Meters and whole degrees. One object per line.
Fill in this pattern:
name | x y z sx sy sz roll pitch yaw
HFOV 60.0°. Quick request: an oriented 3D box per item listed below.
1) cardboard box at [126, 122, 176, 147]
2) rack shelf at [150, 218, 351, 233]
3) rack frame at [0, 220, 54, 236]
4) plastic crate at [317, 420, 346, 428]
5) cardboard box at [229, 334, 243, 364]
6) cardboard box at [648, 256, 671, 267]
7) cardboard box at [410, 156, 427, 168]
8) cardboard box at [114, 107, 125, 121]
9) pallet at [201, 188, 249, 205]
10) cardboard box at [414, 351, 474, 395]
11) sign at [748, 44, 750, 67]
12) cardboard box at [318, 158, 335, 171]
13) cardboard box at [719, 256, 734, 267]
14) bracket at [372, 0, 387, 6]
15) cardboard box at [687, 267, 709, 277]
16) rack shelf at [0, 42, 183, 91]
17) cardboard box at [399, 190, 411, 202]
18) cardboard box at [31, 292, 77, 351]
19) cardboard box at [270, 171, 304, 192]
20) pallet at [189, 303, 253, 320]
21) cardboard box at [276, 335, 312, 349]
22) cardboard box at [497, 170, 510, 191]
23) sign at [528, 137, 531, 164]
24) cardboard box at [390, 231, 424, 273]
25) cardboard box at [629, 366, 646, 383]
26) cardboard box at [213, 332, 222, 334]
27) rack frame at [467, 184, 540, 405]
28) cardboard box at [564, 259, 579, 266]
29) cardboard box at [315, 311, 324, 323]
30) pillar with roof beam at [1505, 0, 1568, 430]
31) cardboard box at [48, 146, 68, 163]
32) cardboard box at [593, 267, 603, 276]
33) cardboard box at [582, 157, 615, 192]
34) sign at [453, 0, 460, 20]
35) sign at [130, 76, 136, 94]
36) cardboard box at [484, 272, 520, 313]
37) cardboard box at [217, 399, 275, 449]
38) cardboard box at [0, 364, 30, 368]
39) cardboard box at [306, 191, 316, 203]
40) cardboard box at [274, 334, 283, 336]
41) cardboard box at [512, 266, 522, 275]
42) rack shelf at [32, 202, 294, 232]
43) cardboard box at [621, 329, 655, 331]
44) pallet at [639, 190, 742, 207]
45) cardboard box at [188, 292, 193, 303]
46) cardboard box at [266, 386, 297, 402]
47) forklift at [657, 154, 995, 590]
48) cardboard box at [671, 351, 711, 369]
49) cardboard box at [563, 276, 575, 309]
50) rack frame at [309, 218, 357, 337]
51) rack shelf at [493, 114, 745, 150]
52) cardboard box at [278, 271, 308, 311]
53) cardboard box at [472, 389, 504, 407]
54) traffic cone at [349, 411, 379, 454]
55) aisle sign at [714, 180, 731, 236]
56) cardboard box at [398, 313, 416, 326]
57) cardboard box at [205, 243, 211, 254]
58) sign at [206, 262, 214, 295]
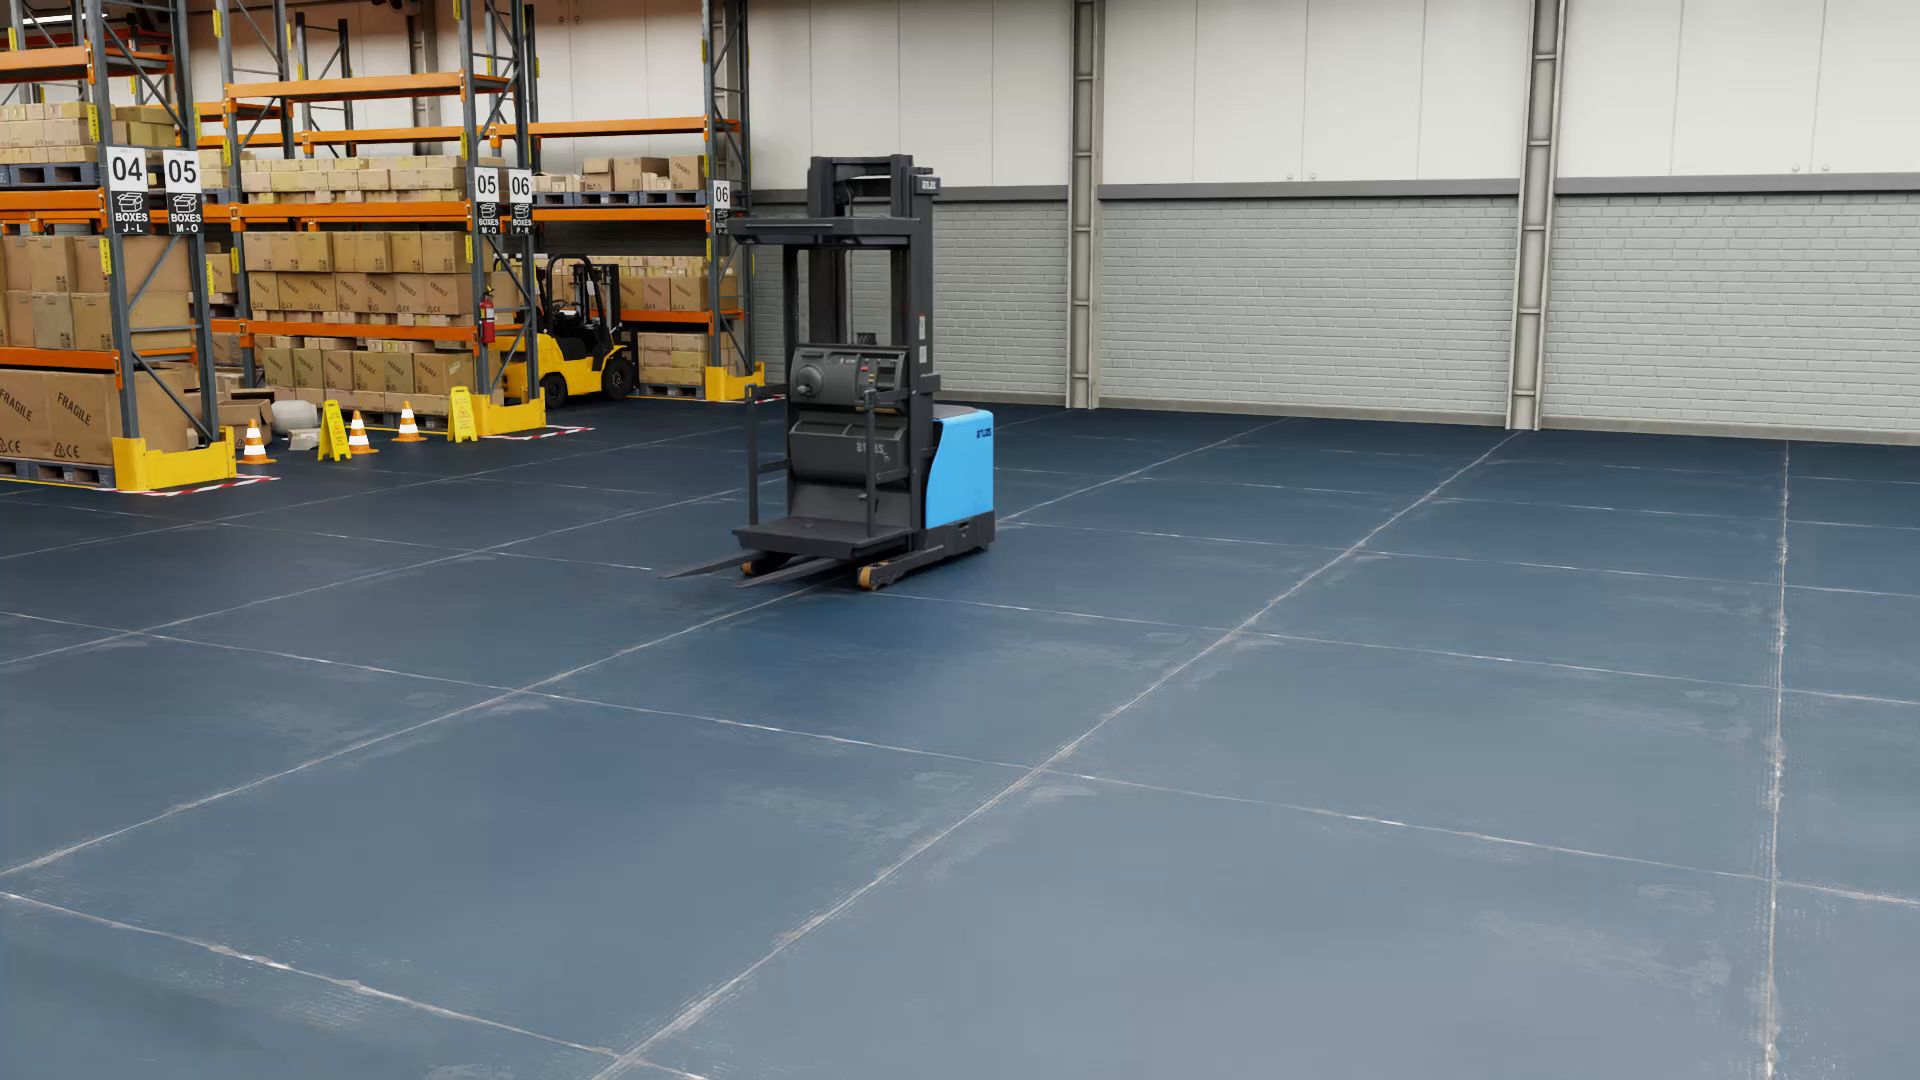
cardboard box | -8.025 -3.925 16.200 0.500 0.250 0.500 5 11 26
rack shelf | -12.381 -5.544 29.035 4.000 0.370 1.077 5 11 26
rack frame | -17.762 -4.894 31.850 0.127 3.000 1.000 5 11 26
plastic crate | -8.148 -1.464 21.096 0.583 0.080 0.402 1 10 6
cardboard box | -12.451 -3.359 29.209 0.500 0.500 0.500 5 11 24
cardboard box | -4.500 -4.205 25.105 0.250 0.149 0.380 5 11 26
cardboard box | -6.492 -4.608 20.314 0.250 0.149 0.380 5 11 25
cardboard box | -8.089 -4.140 16.264 0.250 0.149 0.380 5 11 26
pallet | -9.700 -4.605 22.356 1.003 0.211 1.213 5 11 26
cardboard box | -6.440 -2.085 20.761 0.500 0.500 0.500 5 11 26
sign | -3.162 -7.211 24.739 0.005 0.325 0.100 5 11 26
cardboard box | -7.863 -4.730 20.984 0.250 0.149 0.380 5 11 25
cardboard box | -3.620 -4.209 25.125 0.250 0.149 0.380 5 11 25
bracket | -9.549 -9.004 27.607 0.430 0.232 0.235 5 11 26
cardboard box | -3.848 -3.984 24.721 0.250 0.149 0.380 5 11 27
rack shelf | -9.500 -4.601 16.526 4.000 0.370 1.077 5 11 26
cardboard box | -6.709 -4.248 20.560 0.250 0.149 0.380 5 11 26
cardboard box | -8.562 -2.178 16.418 0.550 0.550 0.875 5 11 26
cardboard box | -8.453 -4.587 21.314 0.500 0.250 0.500 5 11 25
pallet | -9.815 -3.145 22.722 1.213 0.211 1.003 5 11 26
cardboard box | -8.698 -2.588 21.724 0.250 0.149 0.380 5 11 27
cardboard box | -5.939 -4.471 20.676 0.500 0.250 0.500 5 11 25
sign | -5.366 -4.833 20.636 0.005 0.325 0.100 5 11 26
cardboard box | -6.612 -3.574 20.634 0.500 0.500 0.700 5 11 26
cardboard box | -4.861 -2.555 25.468 0.500 0.250 0.500 5 11 26
cardboard box | -12.994 -3.731 29.442 0.250 0.149 0.380 5 11 26
rack frame | -5.606 -2.840 20.502 0.127 3.000 1.000 5 11 26
cardboard box | -5.909 -4.313 25.702 0.250 0.149 0.380 5 11 25
cardboard box | -8.092 -2.887 21.466 0.250 0.149 0.380 5 11 26
pillar with roof beam | 5.218 -5.151 16.424 0.400 9.000 9.100 5 11 26
cardboard box | -8.380 -3.642 15.755 0.250 0.149 0.380 5 11 26
cardboard box | -5.453 -4.125 25.497 0.250 0.149 0.380 5 11 25
cardboard box | -5.300 -5.561 25.361 0.637 0.503 0.797 5 12 28
sign | -5.870 -6.243 19.389 0.005 0.325 0.100 5 11 26
sign | -14.431 -7.944 29.013 0.005 0.325 0.100 5 11 26
cardboard box | -5.908 -3.118 20.918 0.500 0.500 0.500 5 11 25
cardboard box | -8.302 -1.346 19.255 0.637 0.503 0.797 -2 11 -14
cardboard box | -9.950 -1.387 17.258 0.875 0.875 0.875 5 11 26
cardboard box | -8.100 -4.364 21.203 0.250 0.149 0.380 5 11 24
cardboard box | -11.618 -3.603 28.731 0.250 0.149 0.380 5 11 24
cardboard box | -6.831 -4.250 26.188 0.250 0.149 0.380 5 11 25
rack shelf | -10.987 -4.435 22.911 4.000 0.370 1.077 5 11 26
cardboard box | -5.111 -3.169 26.049 0.500 0.250 0.500 5 11 25
pallet | -4.036 -5.126 24.955 1.213 0.211 1.003 5 11 26
cardboard box | -10.253 -3.273 22.420 0.250 0.149 0.380 5 11 25
cardboard box | -8.784 -1.920 21.956 0.500 0.250 0.500 4 11 23
forklift | -0.902 -1.191 11.582 1.130 2.935 3.031 6 12 29
cardboard box | -3.988 -2.722 24.983 0.500 0.250 0.500 5 11 25
cardboard box | -5.789 -3.843 25.761 0.500 0.500 0.500 5 11 25
rack frame | -10.588 -4.264 28.367 0.127 3.000 1.000 5 11 26
rack shelf | -5.207 -6.192 25.320 4.000 0.370 1.077 5 11 26
cardboard box | -8.462 -3.236 21.573 0.500 0.500 0.500 5 11 26
cardboard box | -6.207 -1.802 21.305 0.500 0.250 0.500 5 11 25
traffic cone | -6.749 -1.216 18.649 0.334 0.463 0.336 5 11 26
aisle sign | -3.484 -4.861 24.364 0.004 0.787 0.394 5 11 26
cardboard box | -6.777 -2.753 20.727 0.250 0.149 0.380 5 12 27
cardboard box | -10.331 -3.930 22.403 0.250 0.149 0.380 5 11 24
sign | -7.455 -2.595 16.493 0.005 0.325 0.100 5 11 26
